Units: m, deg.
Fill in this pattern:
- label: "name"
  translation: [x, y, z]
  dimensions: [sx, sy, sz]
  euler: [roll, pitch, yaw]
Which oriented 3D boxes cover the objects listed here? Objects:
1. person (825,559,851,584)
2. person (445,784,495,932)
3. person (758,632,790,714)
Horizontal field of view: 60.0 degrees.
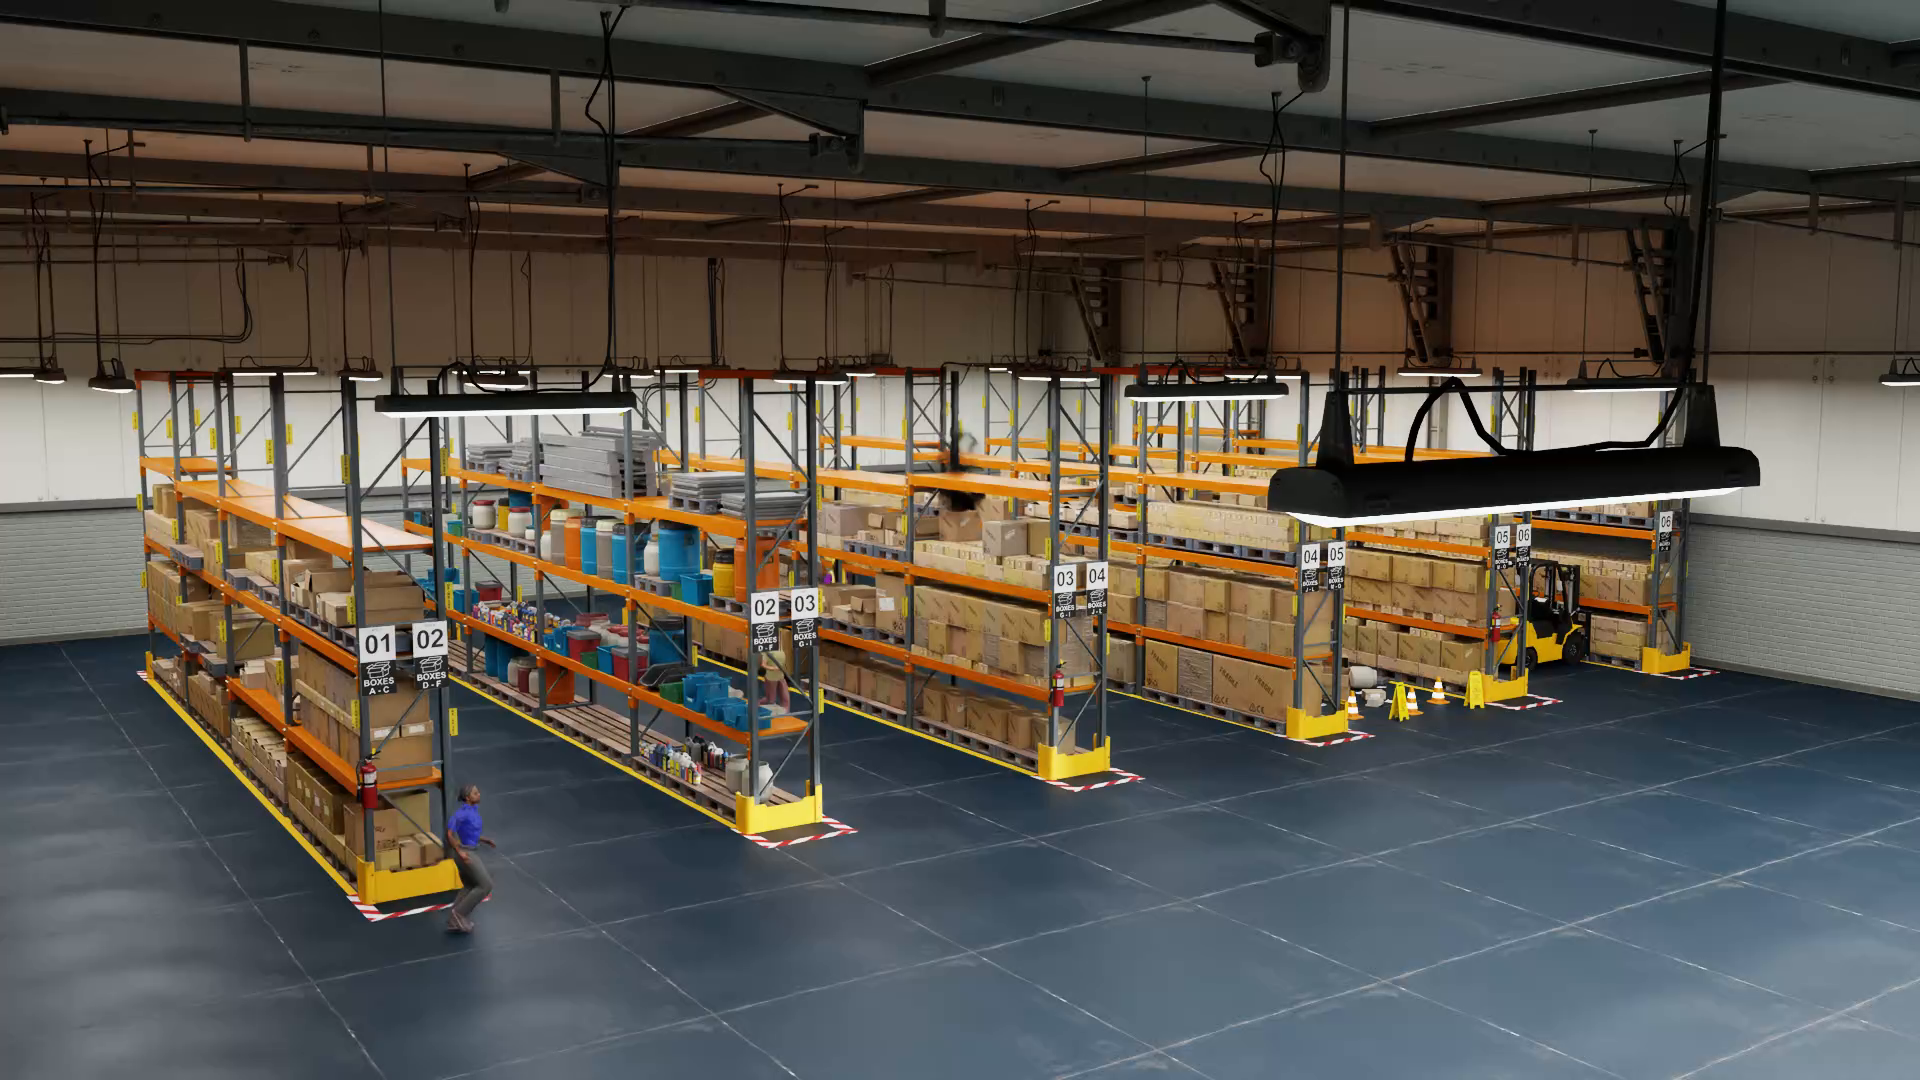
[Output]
- label: "person"
  translation: [-2.701, 1.257, 37.337]
  dimensions: [0.728, 1.717, 0.745]
  euler: [-4, 7, -28]
- label: "person"
  translation: [-5.372, 3.476, 18.222]
  dimensions: [0.544, 1.625, 0.564]
  euler: [-1, 7, -11]
- label: "person"
  translation: [-3.158, 2.345, 28.038]
  dimensions: [0.926, 1.656, 0.562]
  euler: [6, 9, 41]
